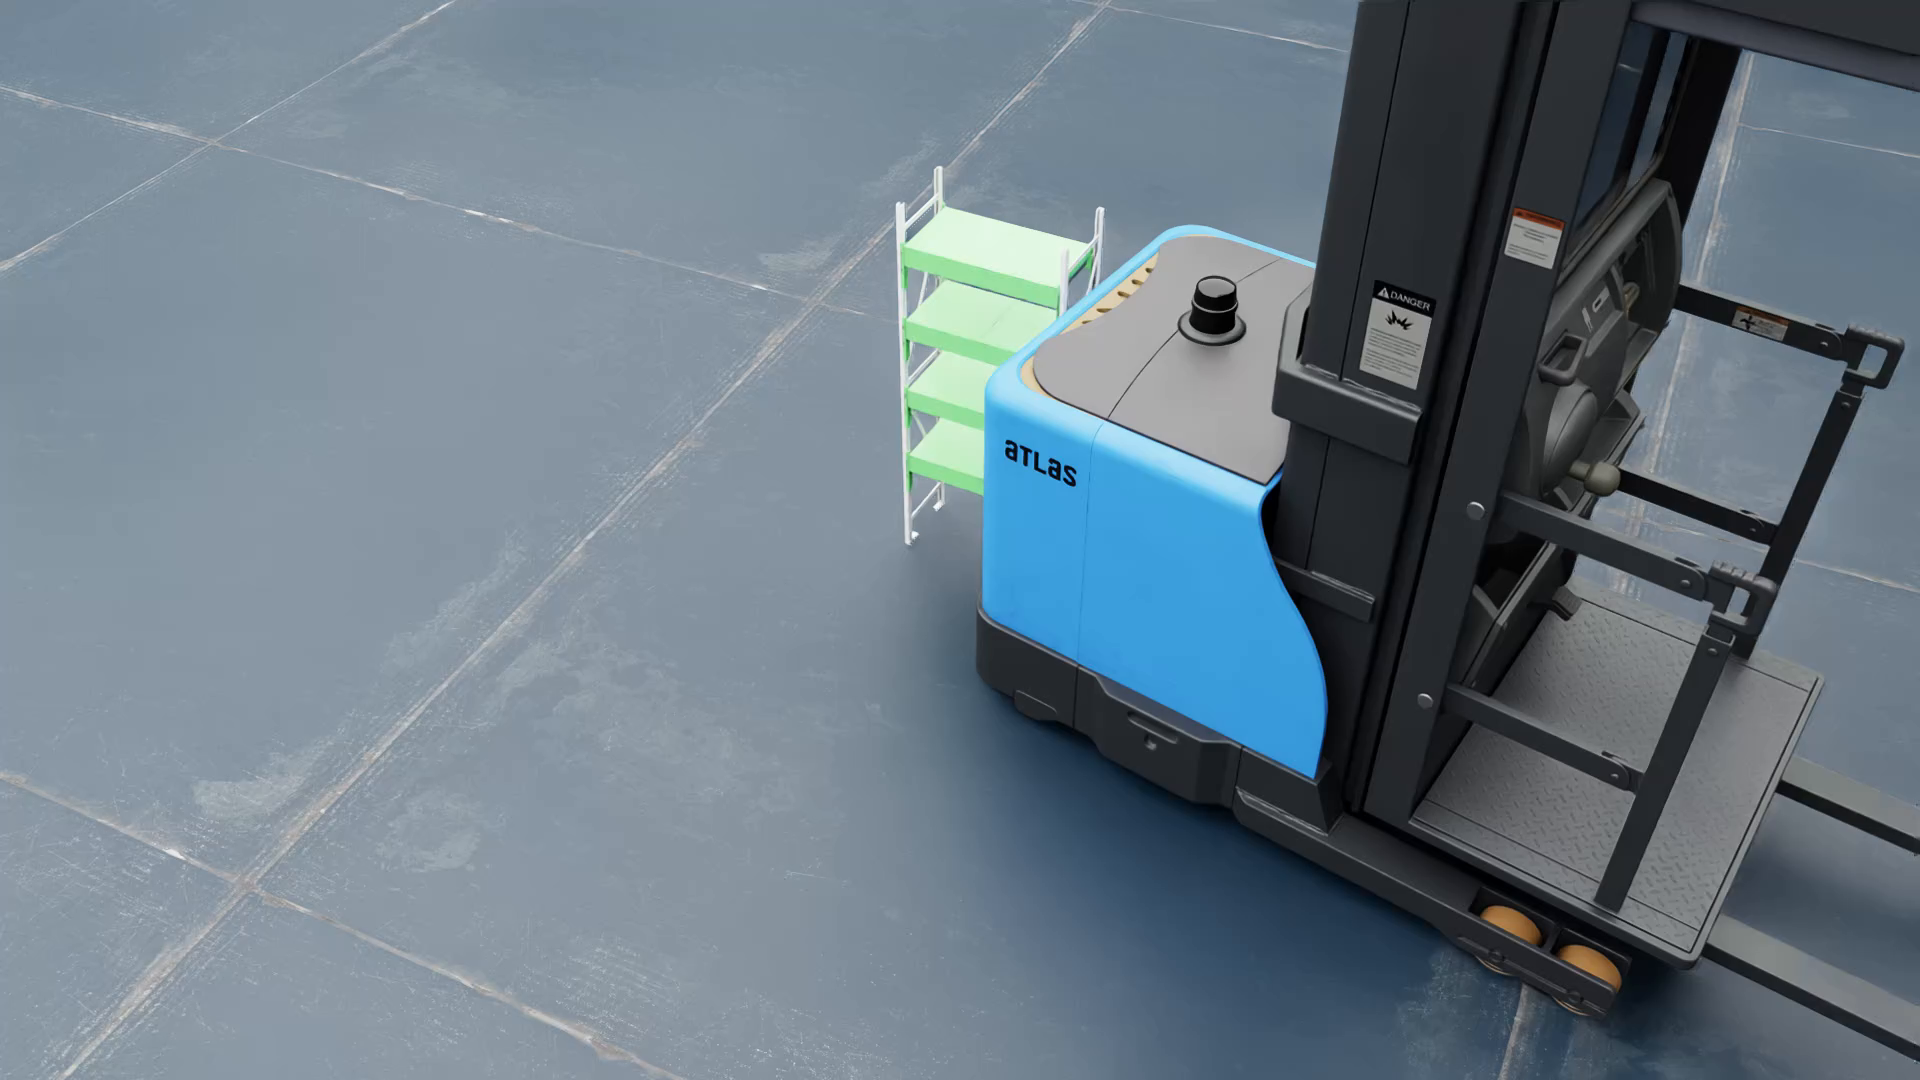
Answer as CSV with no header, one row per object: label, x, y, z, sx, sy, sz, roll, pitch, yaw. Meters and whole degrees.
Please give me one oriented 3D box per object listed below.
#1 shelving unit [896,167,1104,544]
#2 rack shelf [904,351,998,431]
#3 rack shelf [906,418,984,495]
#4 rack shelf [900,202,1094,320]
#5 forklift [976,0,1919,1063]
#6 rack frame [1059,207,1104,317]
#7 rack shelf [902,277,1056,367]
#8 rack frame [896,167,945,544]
shelving unit,0.106,-0.438,4.839,0.503,1.200,0.258,19,44,20
rack shelf,0.106,-0.389,4.881,0.480,0.148,0.258,19,44,20
rack shelf,0.106,-0.208,5.038,0.480,0.148,0.258,19,44,20
rack shelf,0.106,-0.752,4.566,0.480,0.148,0.258,19,44,20
forklift,1.538,-0.380,3.451,3.031,2.935,1.130,25,47,26
rack frame,0.323,-0.364,4.754,0.015,1.200,0.240,19,44,20
rack shelf,0.106,-0.571,4.724,0.480,0.148,0.258,19,44,20
rack frame,-0.110,-0.511,4.924,0.015,1.200,0.240,19,44,20
